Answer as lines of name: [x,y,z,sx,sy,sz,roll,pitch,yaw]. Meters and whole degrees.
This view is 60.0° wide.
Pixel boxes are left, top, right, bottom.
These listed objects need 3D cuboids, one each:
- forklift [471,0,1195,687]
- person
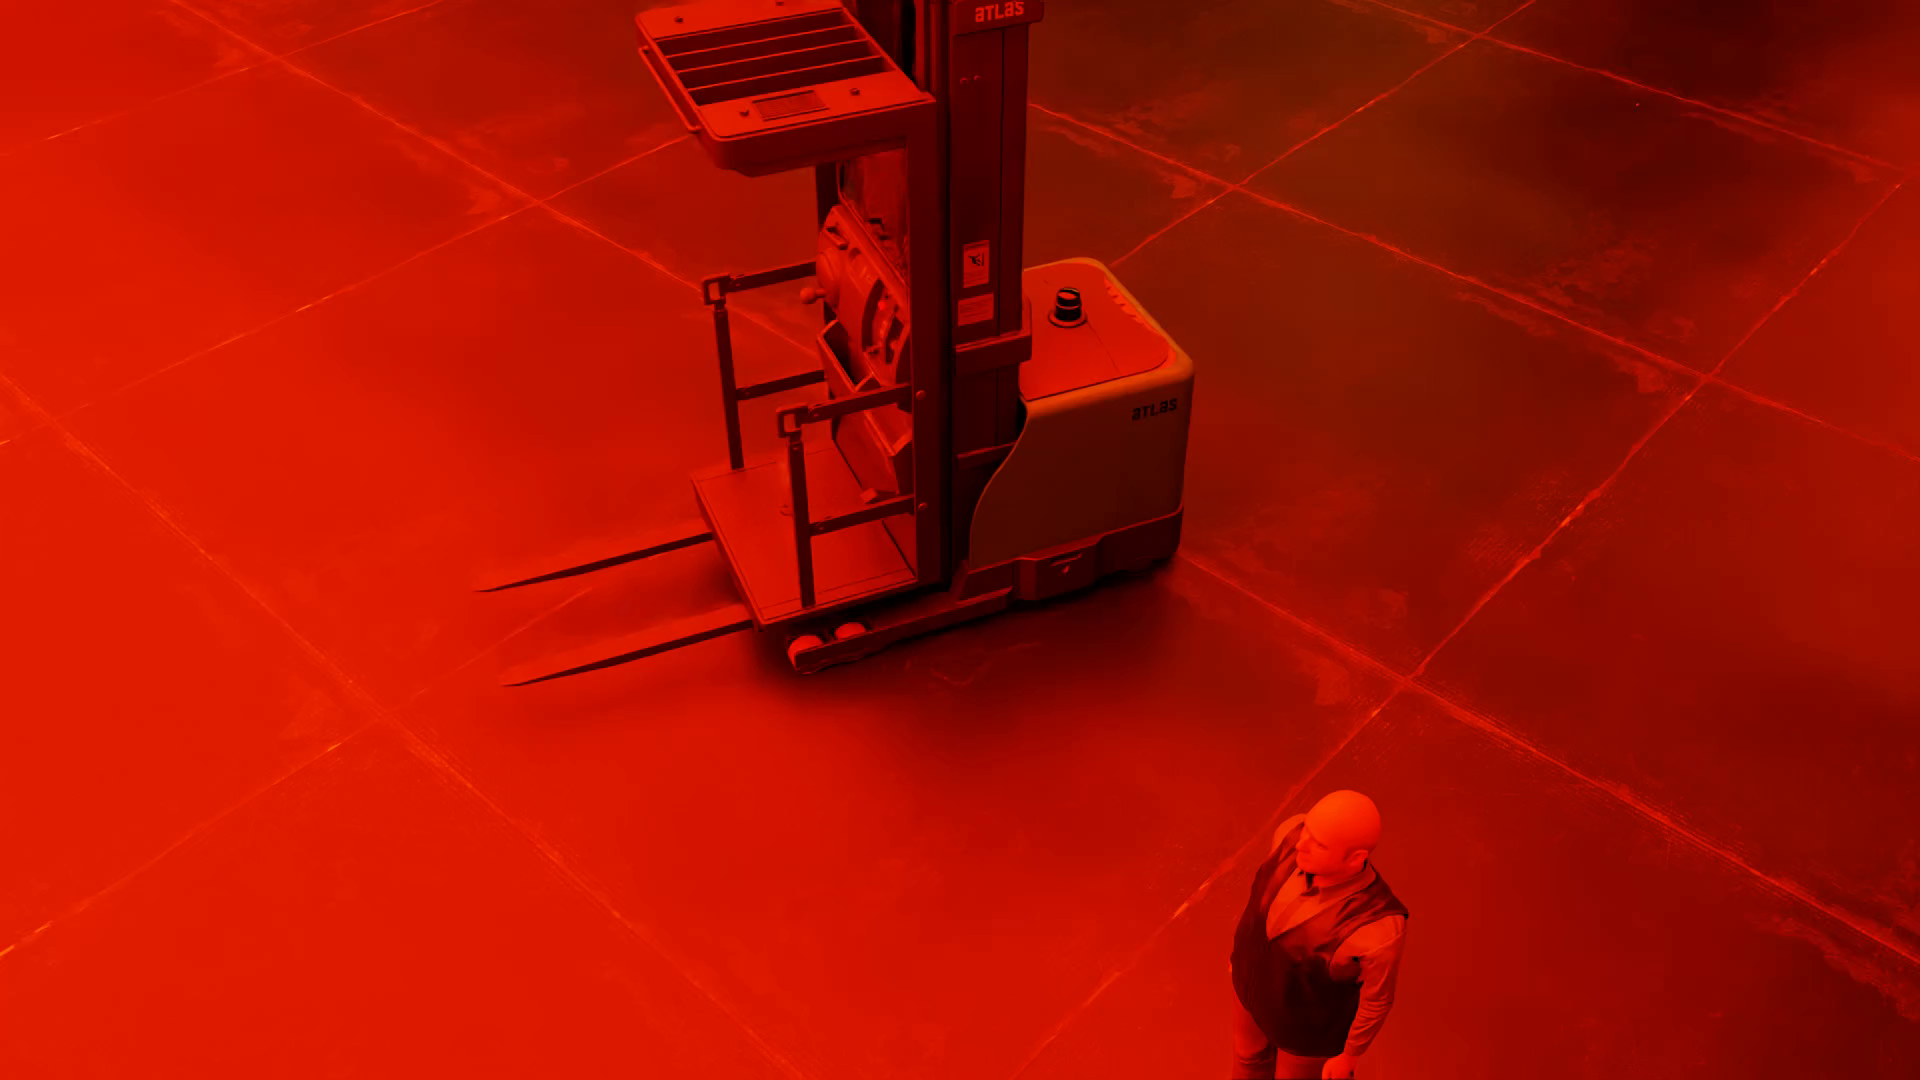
forklift: [-0.573,-0.942,6.526,3.031,2.935,1.130,-15,43,-17]
person: [0.968,1.335,4.801,0.360,1.725,0.530,-19,44,-20]
